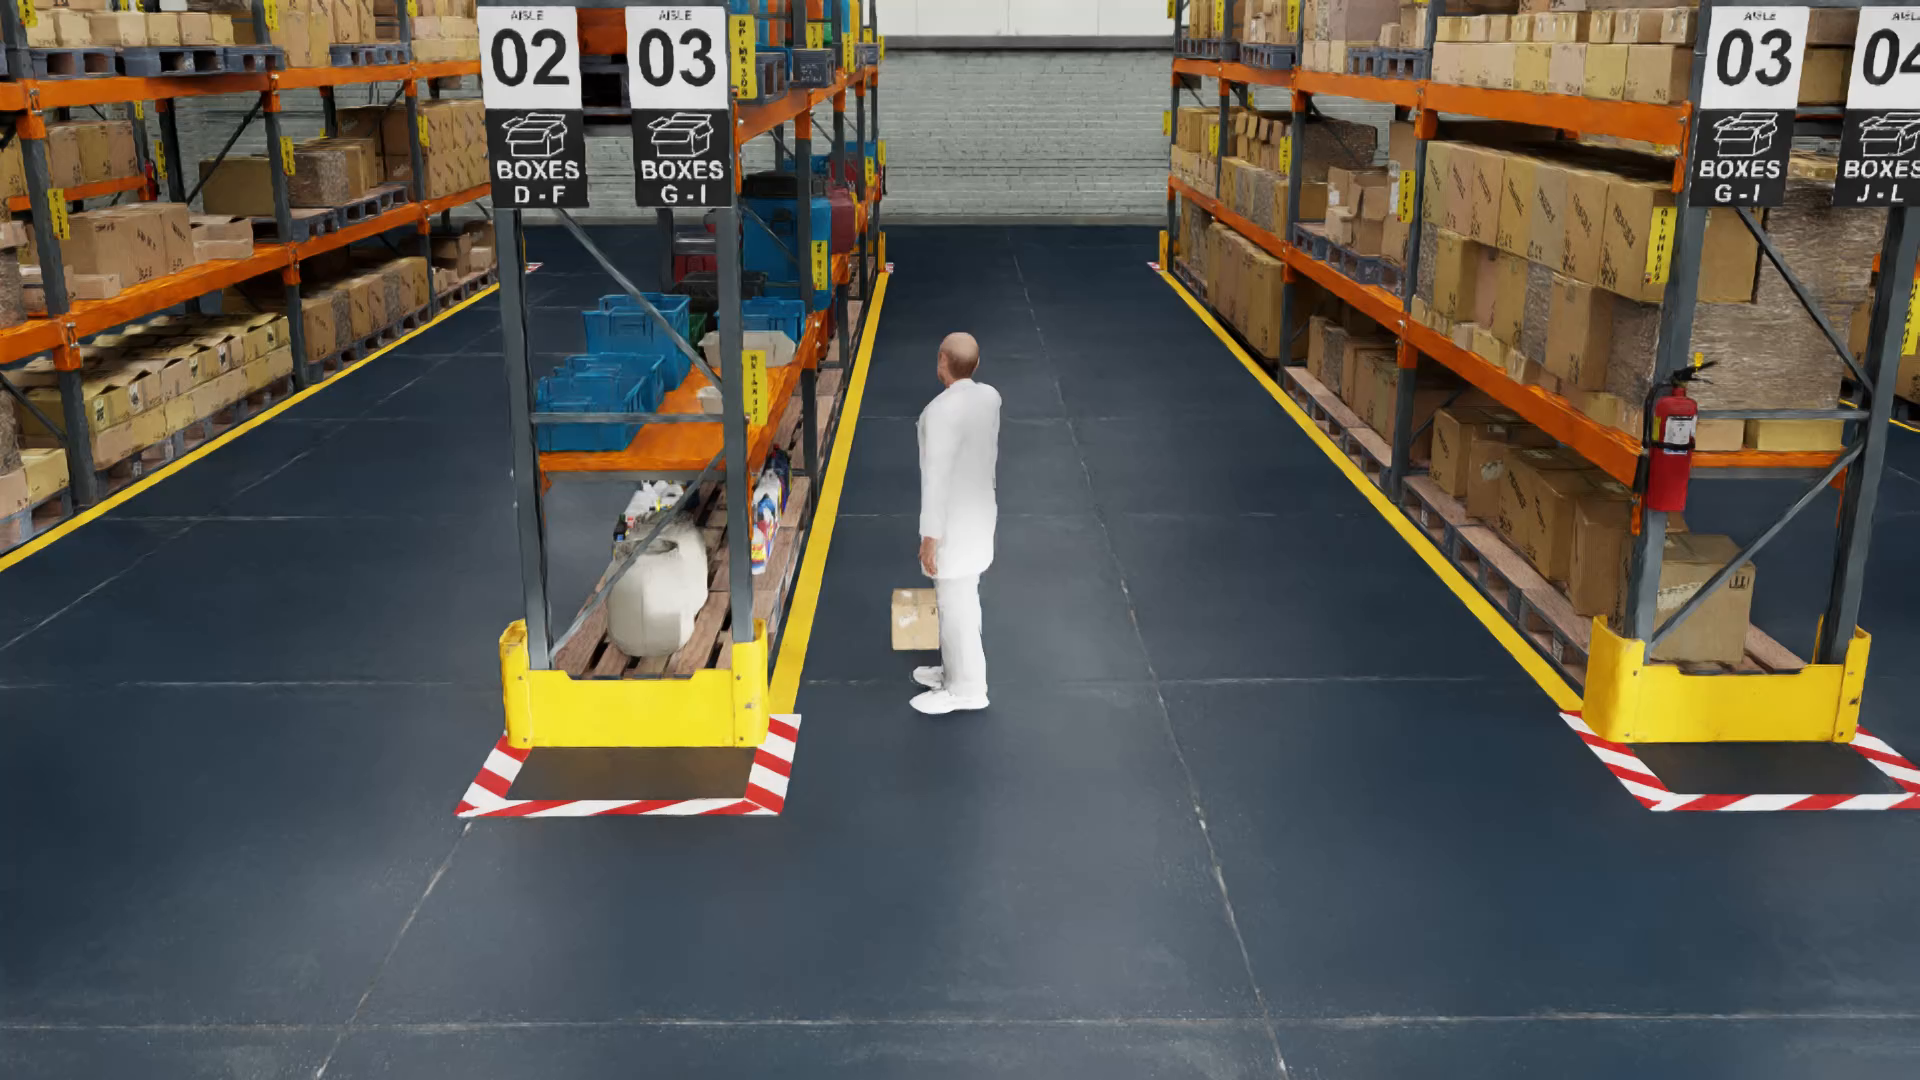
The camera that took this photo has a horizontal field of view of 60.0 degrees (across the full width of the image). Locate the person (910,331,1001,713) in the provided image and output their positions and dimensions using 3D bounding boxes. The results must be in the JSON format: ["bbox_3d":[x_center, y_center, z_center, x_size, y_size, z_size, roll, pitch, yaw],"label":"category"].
[{"bbox_3d":[-0.069,-0.090,7.776,0.478,1.783,0.672,8,19,25],"label":"person"}]
